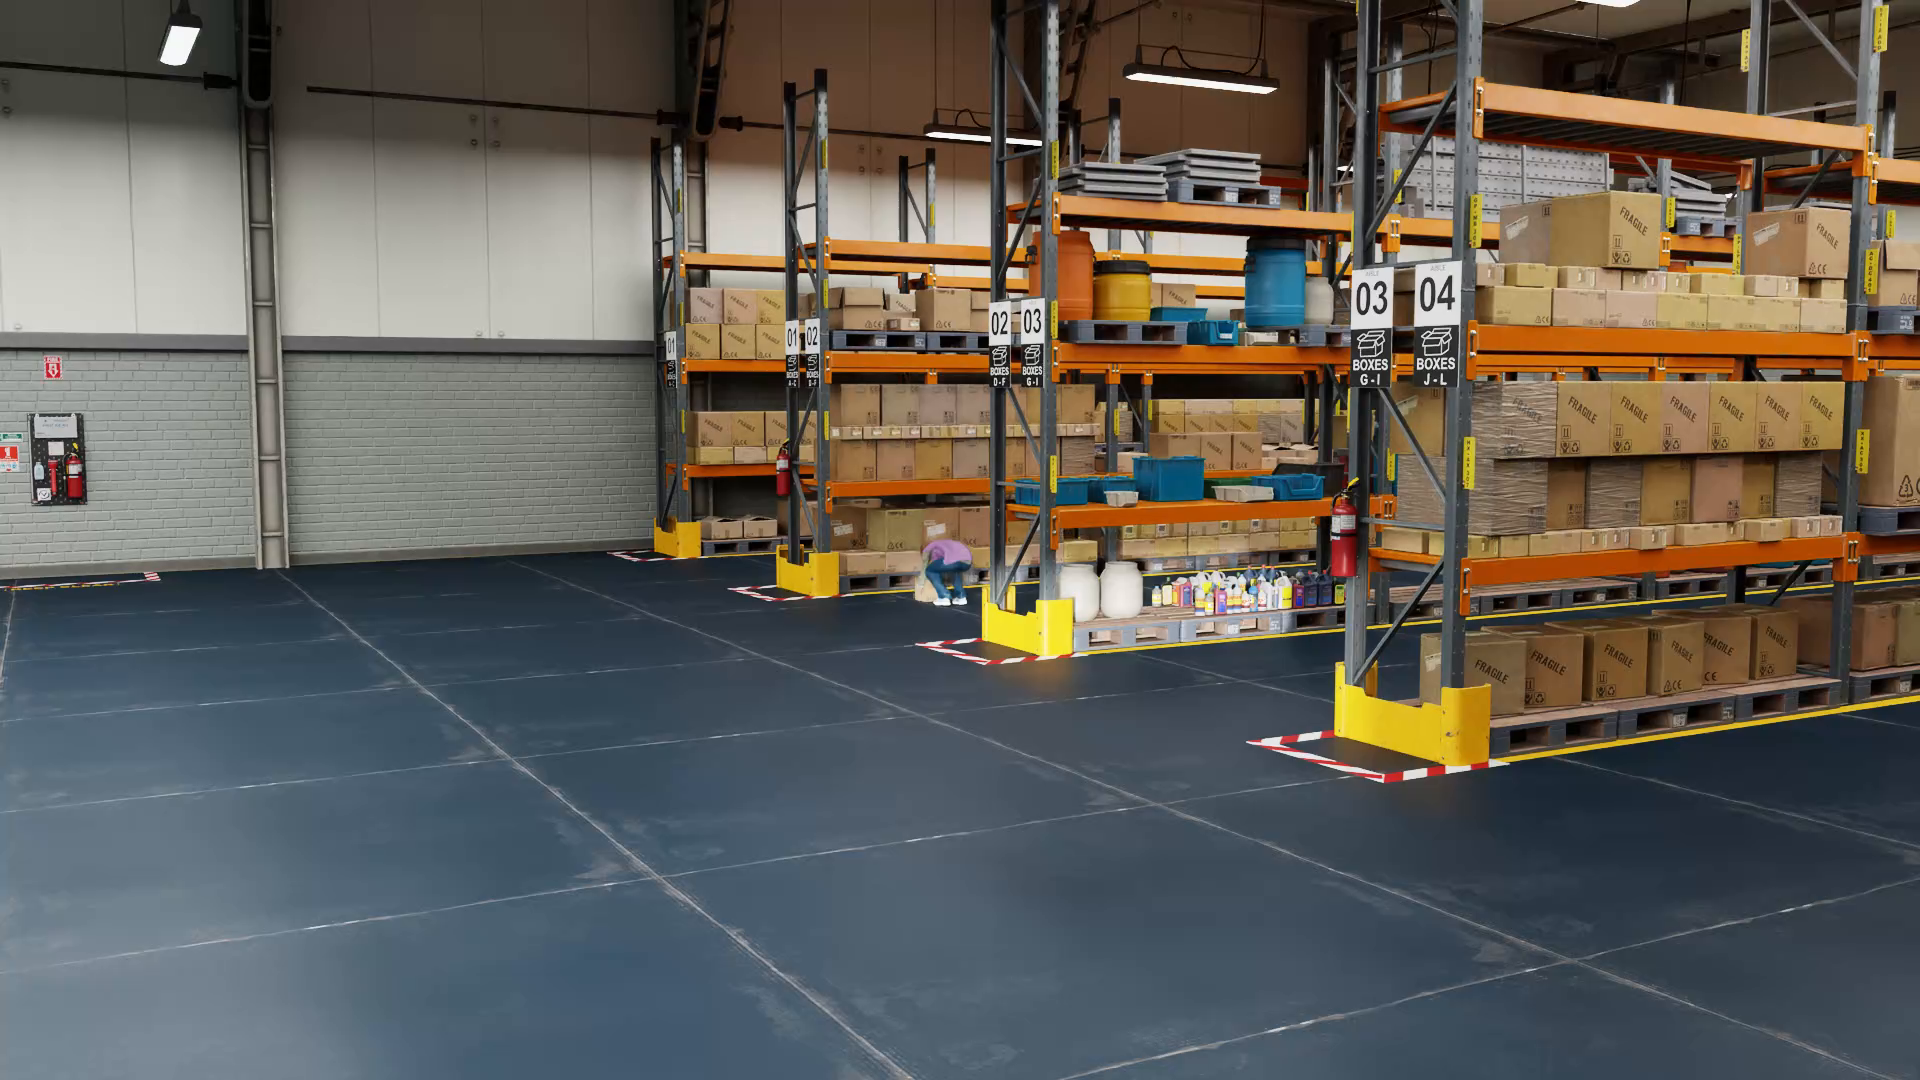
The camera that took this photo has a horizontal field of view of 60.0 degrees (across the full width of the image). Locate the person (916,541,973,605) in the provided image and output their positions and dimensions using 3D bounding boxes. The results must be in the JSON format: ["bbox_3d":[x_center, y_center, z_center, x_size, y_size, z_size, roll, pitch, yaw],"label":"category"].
[{"bbox_3d":[-0.180,0.369,18.603,0.422,0.737,0.873,-3,6,-30],"label":"person"}]
